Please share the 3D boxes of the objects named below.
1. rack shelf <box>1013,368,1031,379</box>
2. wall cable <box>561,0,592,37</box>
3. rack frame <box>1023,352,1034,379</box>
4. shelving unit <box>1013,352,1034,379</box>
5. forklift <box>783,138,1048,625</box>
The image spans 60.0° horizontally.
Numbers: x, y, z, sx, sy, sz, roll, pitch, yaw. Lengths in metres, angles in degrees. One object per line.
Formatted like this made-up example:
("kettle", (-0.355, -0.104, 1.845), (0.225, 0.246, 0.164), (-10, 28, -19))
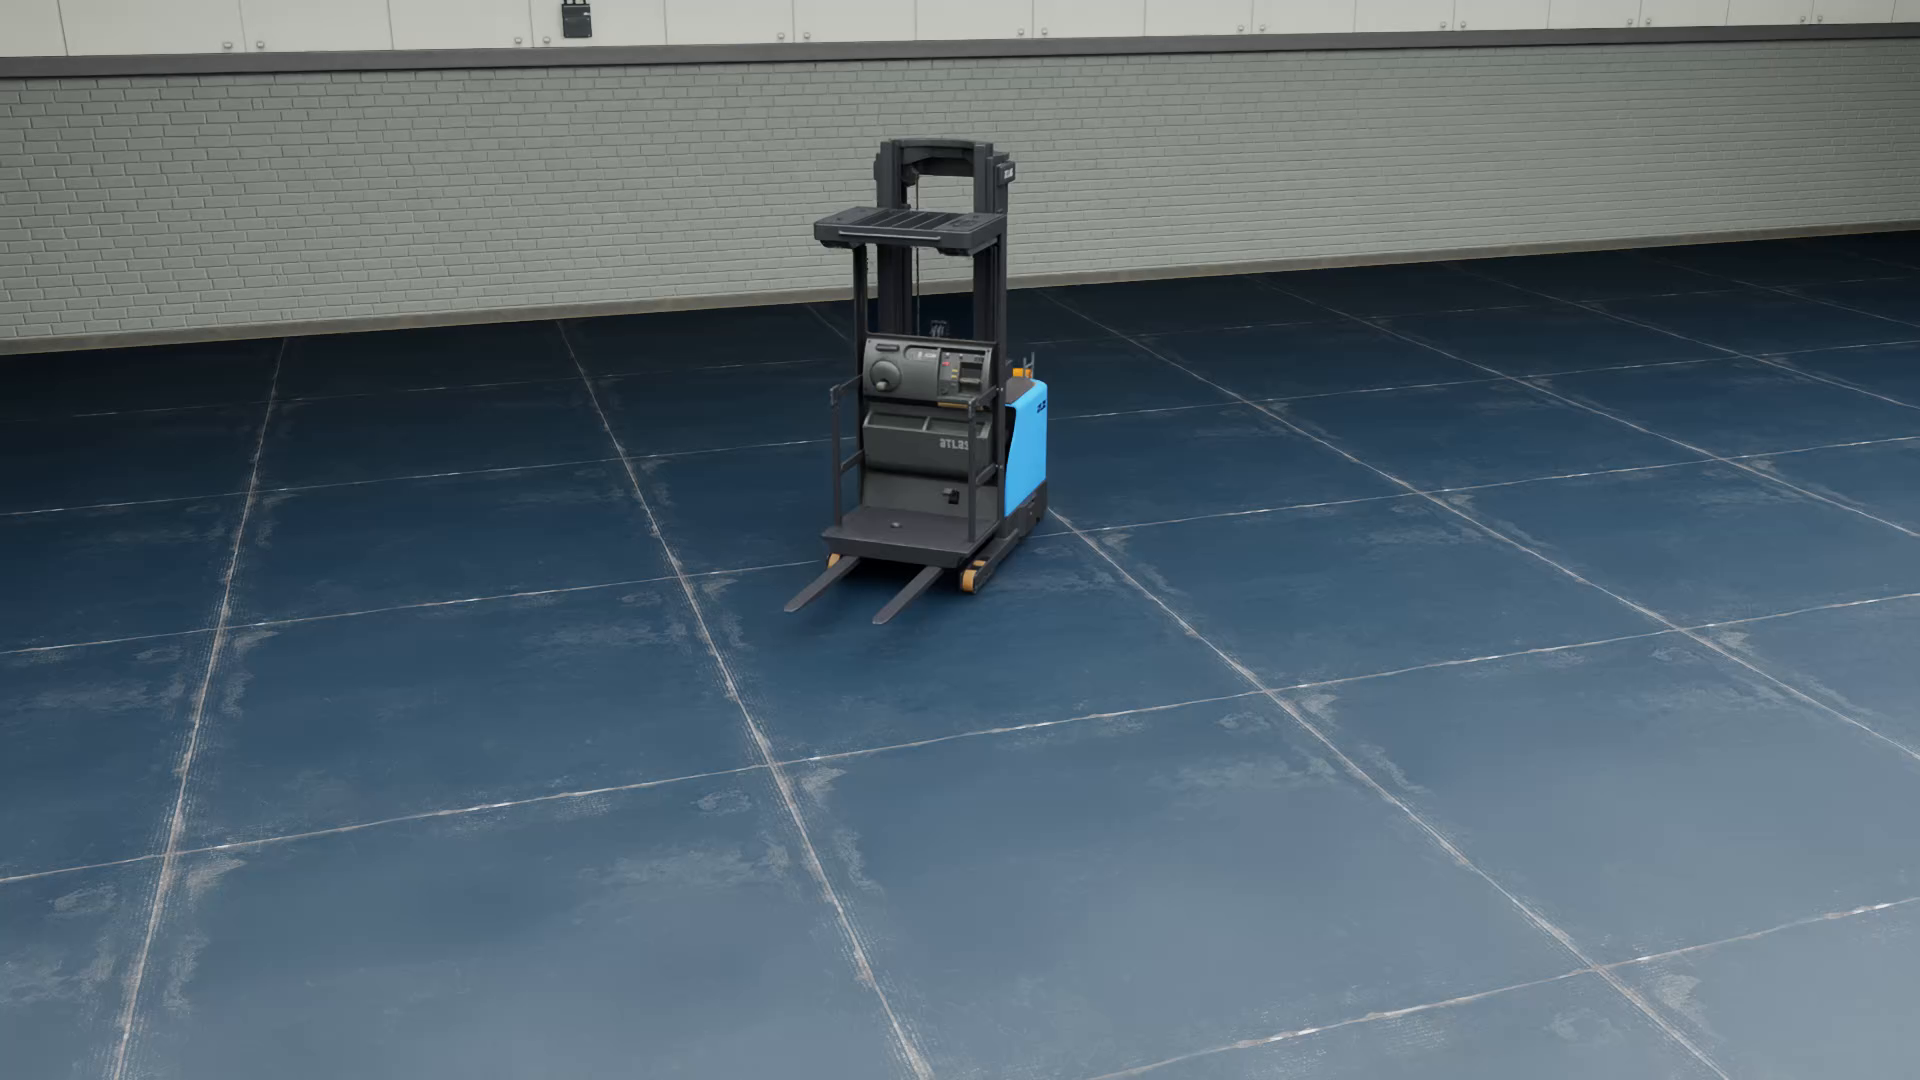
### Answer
("rack shelf", (0.299, -1.260, 12.979), (0.480, 0.148, 0.258), (7, 19, 18))
("wall cable", (-3.354, -8.603, 18.026), (2.305, 6.003, 0.169), (-6, 21, -17))
("rack frame", (0.527, -0.861, 13.028), (0.015, 1.200, 0.240), (7, 19, 18))
("shelving unit", (0.296, -0.888, 13.103), (0.503, 1.200, 0.258), (7, 19, 18))
("forklift", (-0.297, -1.168, 11.333), (1.130, 2.935, 3.031), (7, 21, 18))
